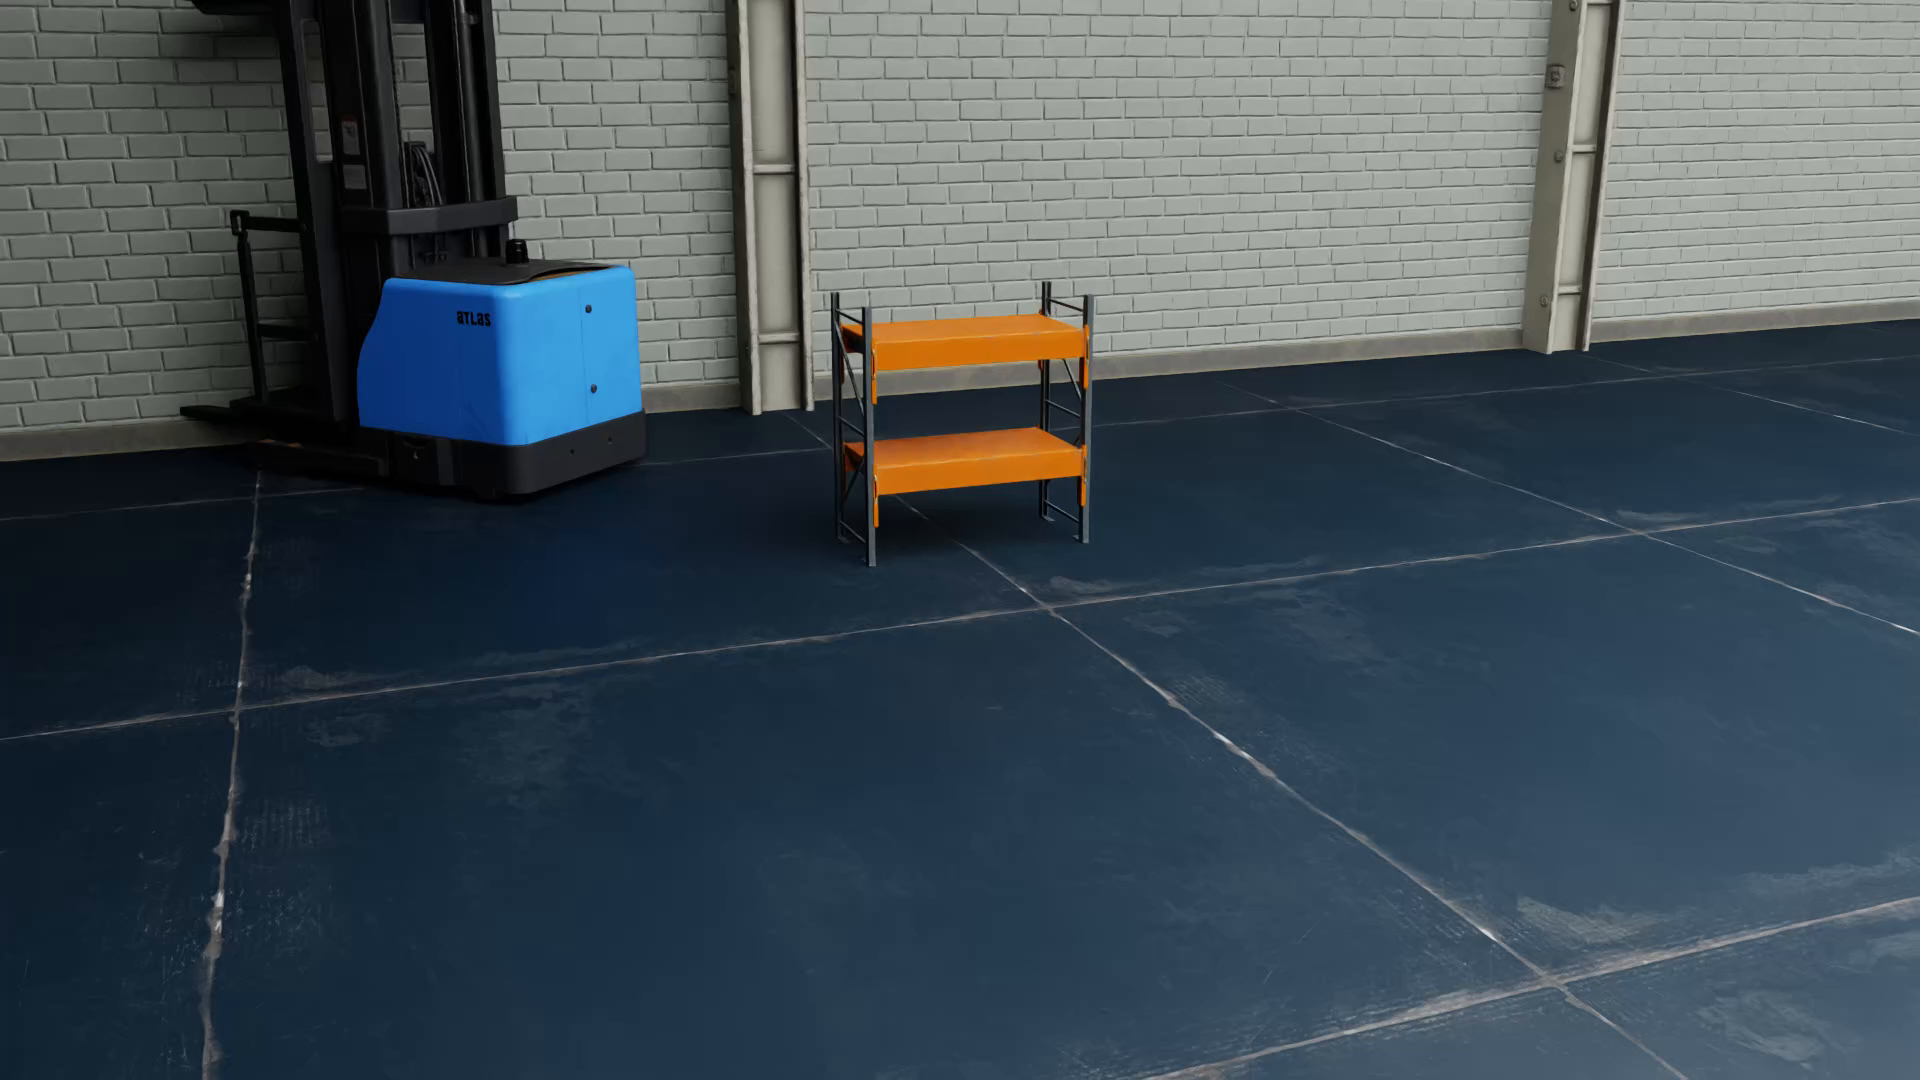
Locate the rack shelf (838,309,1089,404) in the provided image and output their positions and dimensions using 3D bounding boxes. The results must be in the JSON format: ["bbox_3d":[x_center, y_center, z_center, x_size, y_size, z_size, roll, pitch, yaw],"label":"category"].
[{"bbox_3d":[0.006,-0.821,7.360,1.000,0.278,0.538,-6,17,-20],"label":"rack shelf"}]

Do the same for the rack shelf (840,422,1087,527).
[{"bbox_3d":[0.006,-0.306,7.511,1.000,0.278,0.538,-6,17,-20],"label":"rack shelf"}]

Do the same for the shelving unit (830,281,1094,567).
[{"bbox_3d":[0.006,-0.540,7.442,1.048,1.125,0.538,-6,17,-20],"label":"shelving unit"}]

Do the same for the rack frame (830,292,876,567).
[{"bbox_3d":[-0.468,-0.489,7.268,0.032,1.125,0.500,-6,17,-20],"label":"rack frame"}]

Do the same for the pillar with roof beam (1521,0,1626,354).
[{"bbox_3d":[5.998,-4.618,7.353,0.400,9.000,9.100,-6,17,-20],"label":"pillar with roof beam"}]

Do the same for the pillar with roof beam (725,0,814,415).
[{"bbox_3d":[0.395,-4.013,5.293,0.400,9.000,9.100,-6,17,-20],"label":"pillar with roof beam"}]

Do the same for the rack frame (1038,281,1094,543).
[{"bbox_3d":[0.481,-0.592,7.617,0.032,1.125,0.500,-6,17,-20],"label":"rack frame"}]

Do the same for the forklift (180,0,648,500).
[{"bbox_3d":[-3.225,-1.876,8.785,3.031,2.935,1.130,8,18,26],"label":"forklift"}]
